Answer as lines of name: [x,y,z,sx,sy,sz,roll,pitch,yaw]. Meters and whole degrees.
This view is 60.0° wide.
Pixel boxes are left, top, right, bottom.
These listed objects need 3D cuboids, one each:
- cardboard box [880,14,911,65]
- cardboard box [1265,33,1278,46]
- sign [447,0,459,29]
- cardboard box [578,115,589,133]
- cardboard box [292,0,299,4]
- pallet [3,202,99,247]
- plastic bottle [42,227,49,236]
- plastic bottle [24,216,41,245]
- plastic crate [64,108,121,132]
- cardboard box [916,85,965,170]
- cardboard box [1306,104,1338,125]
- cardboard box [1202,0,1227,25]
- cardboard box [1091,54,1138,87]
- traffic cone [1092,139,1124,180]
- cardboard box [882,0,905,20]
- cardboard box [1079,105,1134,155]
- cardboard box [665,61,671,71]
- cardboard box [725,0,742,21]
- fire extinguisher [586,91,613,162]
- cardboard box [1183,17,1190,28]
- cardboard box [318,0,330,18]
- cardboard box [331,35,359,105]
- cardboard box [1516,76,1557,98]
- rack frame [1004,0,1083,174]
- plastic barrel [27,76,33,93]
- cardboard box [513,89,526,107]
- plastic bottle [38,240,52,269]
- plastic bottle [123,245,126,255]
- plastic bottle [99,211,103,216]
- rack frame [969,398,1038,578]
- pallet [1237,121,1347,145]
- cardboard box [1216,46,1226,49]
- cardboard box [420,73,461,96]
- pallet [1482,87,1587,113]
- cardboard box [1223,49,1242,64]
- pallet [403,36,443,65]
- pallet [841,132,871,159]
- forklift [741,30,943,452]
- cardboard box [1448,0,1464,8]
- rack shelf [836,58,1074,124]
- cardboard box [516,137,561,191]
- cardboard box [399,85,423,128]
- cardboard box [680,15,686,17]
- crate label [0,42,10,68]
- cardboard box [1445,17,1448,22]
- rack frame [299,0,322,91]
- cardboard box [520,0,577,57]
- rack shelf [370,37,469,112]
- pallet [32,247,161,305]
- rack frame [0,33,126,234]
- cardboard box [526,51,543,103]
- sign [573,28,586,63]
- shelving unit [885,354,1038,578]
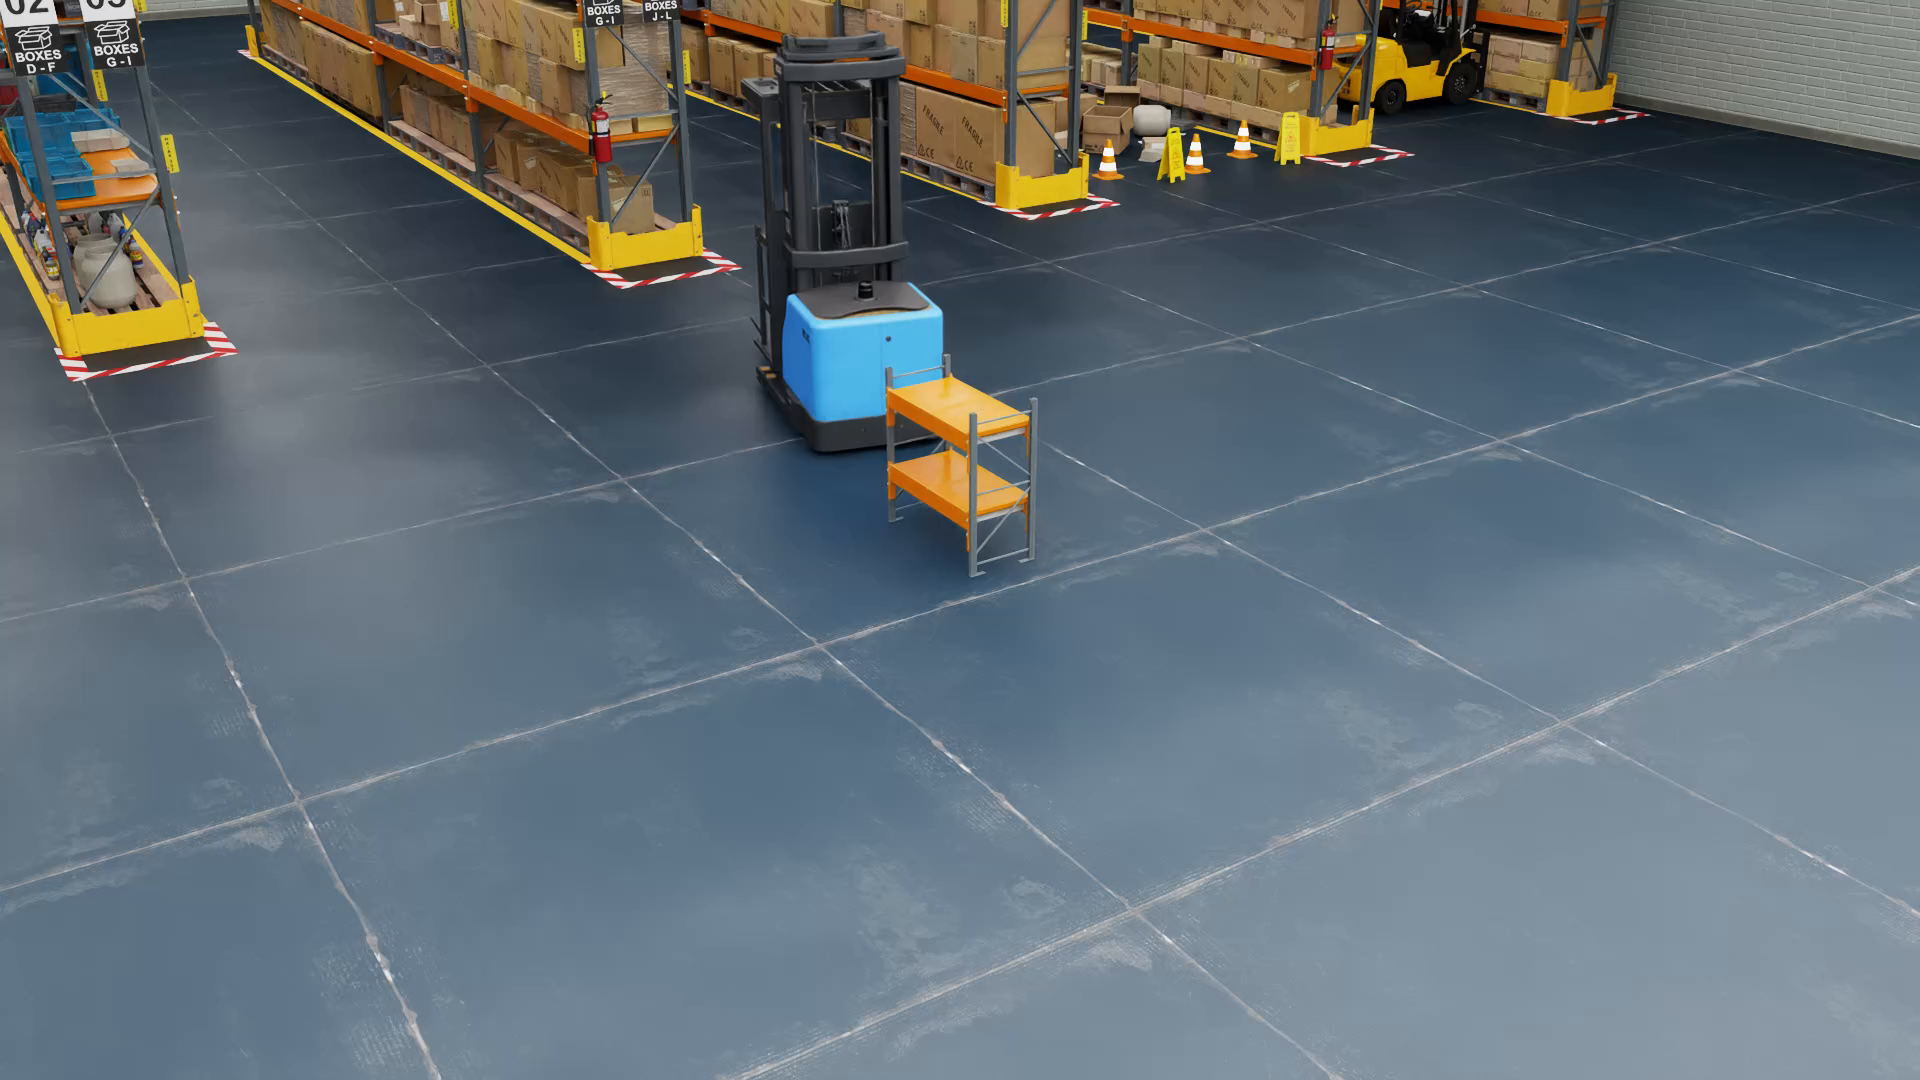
cardboard box: [-0.493,-6.367,21.047,0.875,0.550,0.550,-16,29,-30]
cardboard box: [4.319,-6.731,22.288,0.380,0.149,0.250,-16,30,-30]
sign: [-5.894,-6.113,19.330,0.100,0.325,0.005,-16,29,-30]
cardboard box: [-3.712,-4.319,17.180,0.380,0.149,0.250,-16,29,-30]
cardboard box: [-10.239,-8.501,26.038,0.380,0.149,0.250,-15,29,-29]
pallet: [-10.042,-3.577,18.579,1.003,0.211,1.213,-16,29,-30]
plastic bottle: [-9.273,-3.034,16.844,0.097,0.271,0.097,0,25,0]
plastic bottle: [-9.574,-3.208,17.207,0.152,0.276,0.135,-14,29,-28]
plastic crate: [-8.749,-4.166,16.736,0.499,0.251,0.616,-16,29,-30]
cardboard box: [0.056,-5.180,20.705,0.875,0.875,0.875,-16,30,-30]
cardboard box: [4.847,-5.898,22.960,0.500,0.250,0.500,-16,30,-30]
cardboard box: [3.728,-7.454,23.061,0.500,0.500,0.500,-15,29,-29]
cardboard box: [2.584,-7.218,25.613,0.950,0.372,0.625,-15,29,-29]
traffic cone: [1.864,-4.783,20.840,0.336,0.463,0.334,-16,29,-30]
cardboard box: [-0.470,-6.861,20.830,0.875,0.550,0.550,-16,29,-30]
cardboard box: [1.976,-5.508,22.329,0.637,0.503,0.797,7,26,15]
cardboard box: [-4.564,-7.877,26.857,0.500,0.500,0.500,-17,30,-32]
cardboard box: [-3.105,-7.911,24.377,0.500,0.500,0.500,-16,30,-30]
fire extinguisher: [-3.571,-4.106,16.525,0.296,0.674,0.183,-16,29,-30]
cardboard box: [3.405,-7.378,23.659,0.380,0.149,0.250,-16,29,-30]
cardboard box: [-9.208,-8.045,24.662,0.500,0.500,0.500,-16,30,-31]
cardboard box: [-8.454,-6.952,24.460,1.225,0.875,0.875,-15,29,-29]
cardboard box: [8.692,-6.798,24.865,0.500,0.250,0.500,-15,29,-29]
rack frame: [0.964,-5.409,19.195,1.000,3.000,0.127,-16,29,-30]
plastic barrel: [-10.320,-5.283,18.768,0.433,0.535,0.433,0,25,0]
cardboard box: [-4.735,-4.926,18.466,0.380,0.149,0.250,-16,29,-30]
plastic bottle: [-8.957,-2.803,16.350,0.152,0.276,0.135,-16,30,-31]
plastic bottle: [-8.421,-2.984,16.819,0.097,0.201,0.097,0,25,0]
plastic bottle: [-8.987,-3.404,17.534,0.144,0.351,0.185,-16,30,-31]
rack frame: [0.274,-0.329,10.630,0.500,1.125,0.032,-16,29,-30]
pallet: [4.601,-5.664,23.001,1.003,0.211,1.213,-16,29,-30]
cardboard box: [3.699,-6.985,24.383,0.500,0.500,0.500,-15,29,-29]
cardboard box: [-6.925,-6.139,22.274,0.500,0.250,0.500,-12,28,-24]
pallet: [8.760,-6.760,25.322,1.003,0.211,1.213,-16,29,-30]
cardboard box: [3.867,-6.705,23.029,0.380,0.149,0.250,-14,29,-27]
pallet: [-6.499,-6.366,21.445,1.003,0.211,1.213,-16,29,-30]
pallet: [-0.870,-5.289,22.206,1.003,0.211,1.213,-16,29,-30]
forklift: [-1.075,-2.592,13.307,1.130,2.935,3.031,-8,27,-17]
cardboard box: [7.885,-8.465,25.551,0.500,0.500,0.500,-15,29,-29]
rack shelf: [-0.128,-5.799,20.864,1.077,0.370,4.000,-16,29,-30]
cardboard box: [-4.927,-4.424,19.544,0.500,0.500,0.500,-6,26,-13]
cardboard box: [-7.232,-5.984,22.826,0.700,0.500,0.500,-17,30,-32]
cardboard box: [-4.399,-8.520,27.342,0.500,0.250,0.500,-17,30,-32]
crate label: [-11.448,-5.594,19.545,0.502,0.435,0.616,-16,29,-30]
cardboard box: [7.749,-8.278,26.829,0.500,0.250,0.500,-16,30,-30]
rack frame: [-9.798,-8.582,25.915,1.000,3.000,0.127,-16,29,-30]
cardboard box: [-4.303,-5.417,17.575,0.500,0.500,0.500,-16,29,-30]
rack shelf: [-6.522,-6.110,21.522,1.077,0.370,4.000,-16,29,-30]
pallet: [-8.579,-2.618,16.549,1.003,0.211,1.213,-16,29,-30]
rack frame: [-9.581,-4.566,17.408,1.000,3.000,0.127,-16,29,-30]
cardboard box: [-4.135,-5.012,17.888,0.875,0.500,0.500,-16,29,-30]
sign: [-3.723,-4.834,16.249,0.100,0.325,0.005,-16,29,-30]
shelving unit: [-0.004,-0.511,11.015,0.538,1.125,1.048,-16,29,-30]
